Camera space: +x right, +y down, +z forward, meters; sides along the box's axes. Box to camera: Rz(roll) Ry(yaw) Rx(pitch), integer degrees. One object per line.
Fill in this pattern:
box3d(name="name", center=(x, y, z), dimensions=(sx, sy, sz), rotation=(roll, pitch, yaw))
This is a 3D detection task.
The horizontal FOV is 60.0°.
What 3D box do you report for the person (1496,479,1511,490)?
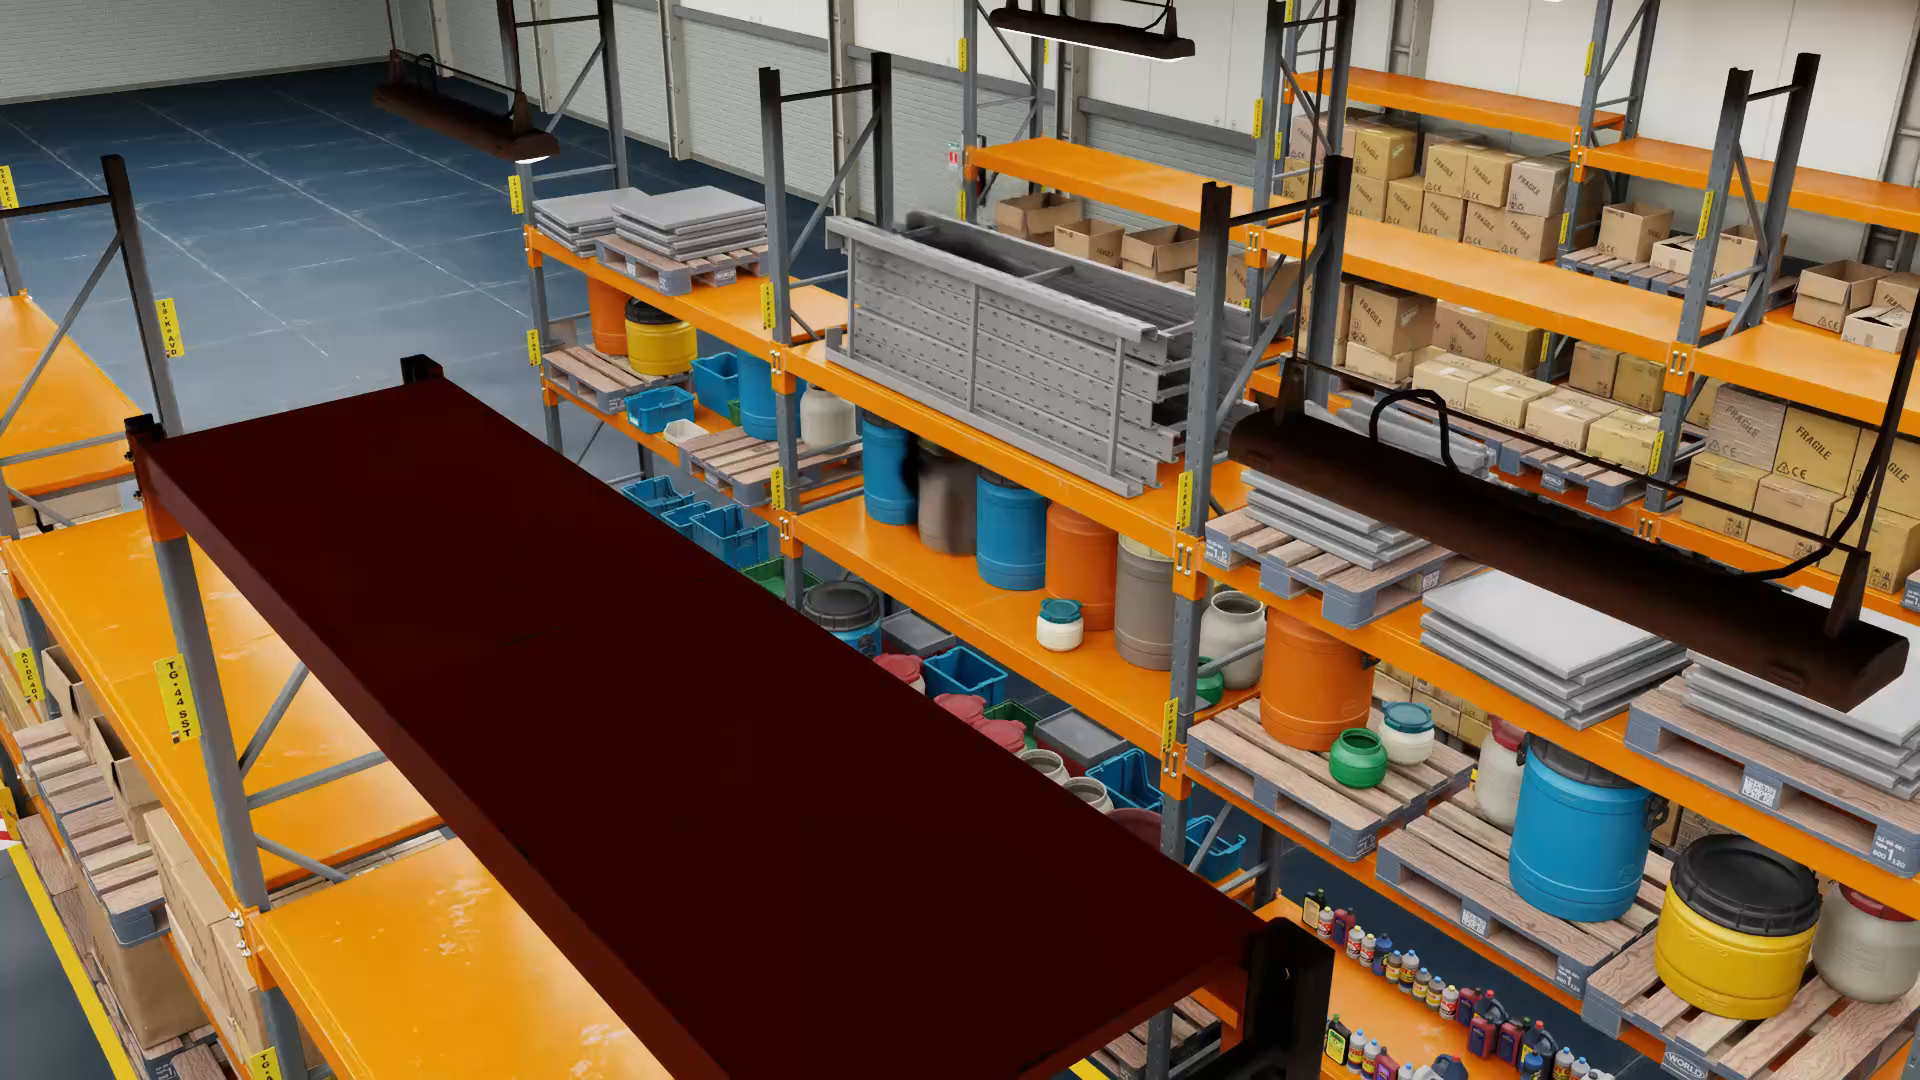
box3d(name="person", center=(5.155, -0.211, 16.711), dimensions=(0.921, 1.682, 0.611), rotation=(19, 32, 35))
